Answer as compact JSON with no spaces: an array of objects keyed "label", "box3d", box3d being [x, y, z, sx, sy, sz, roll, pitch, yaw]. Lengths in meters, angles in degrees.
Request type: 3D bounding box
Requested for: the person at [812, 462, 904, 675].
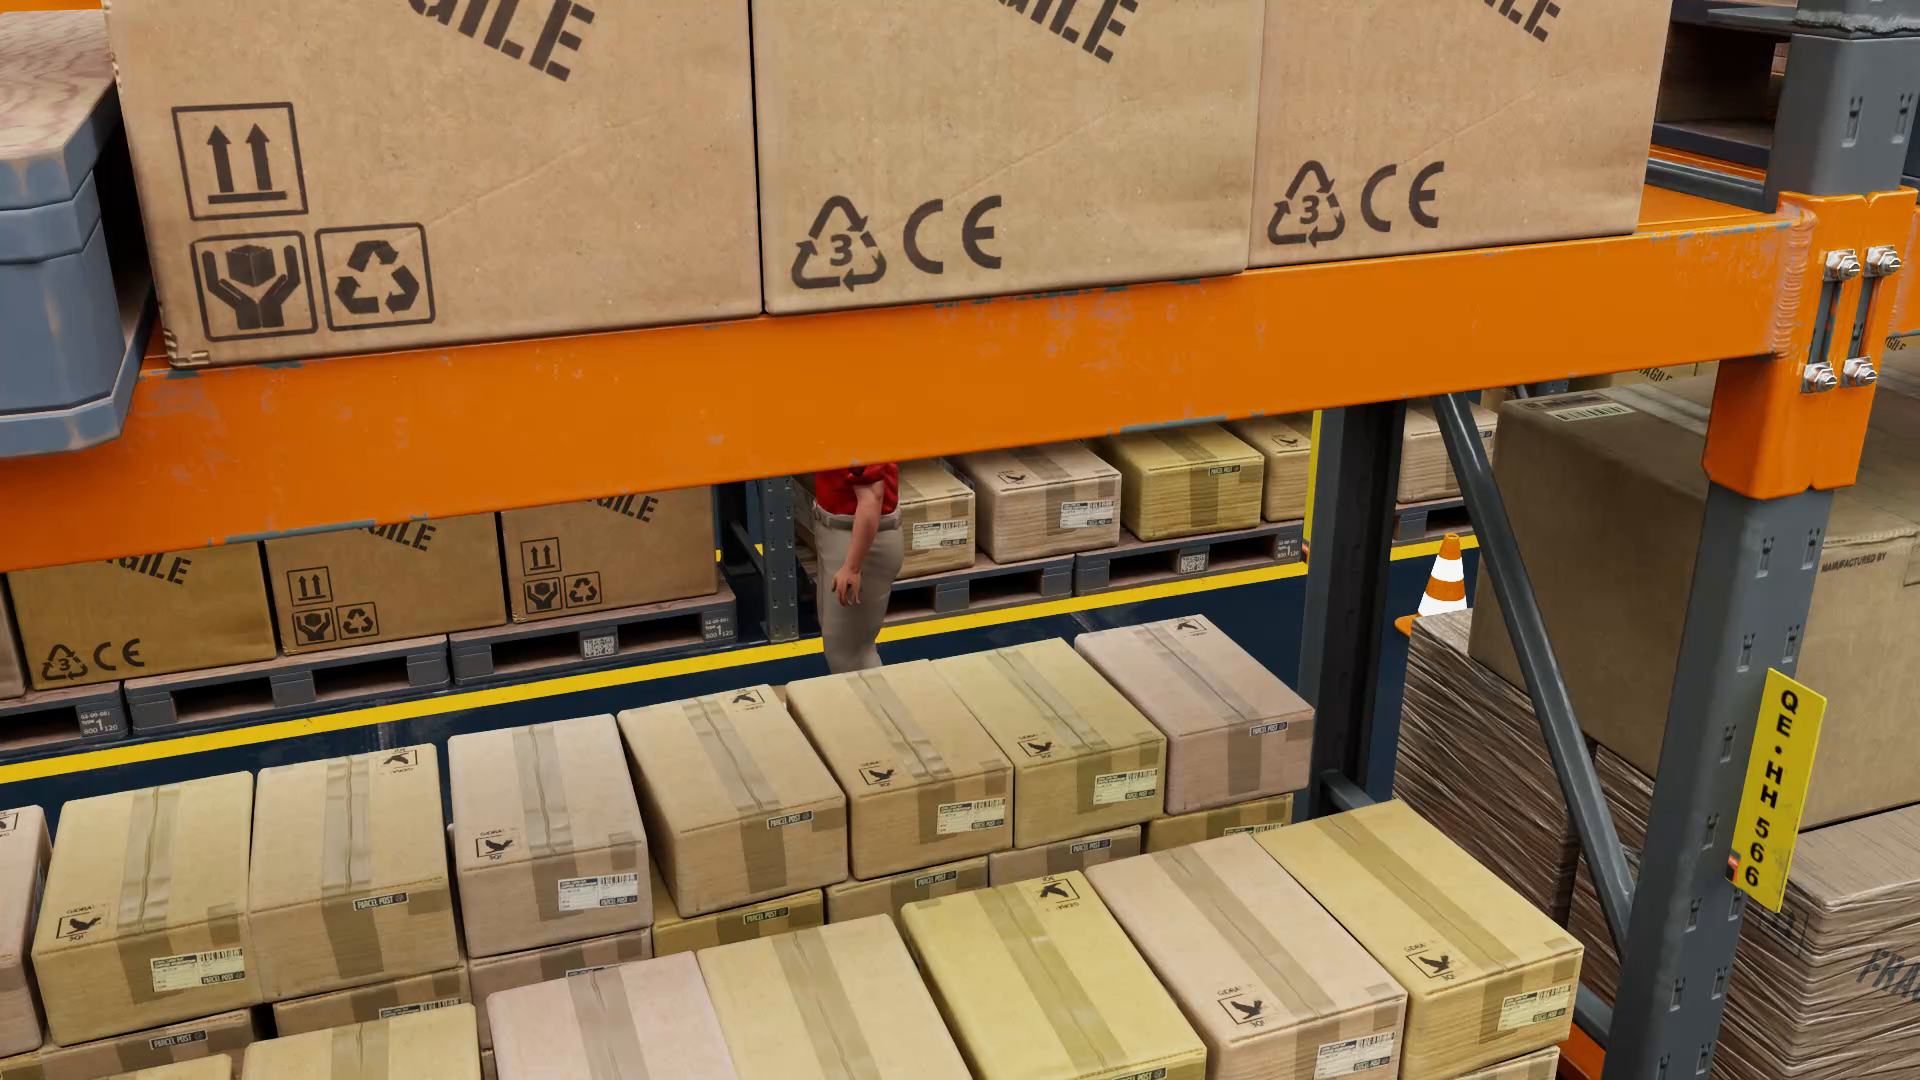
[{"label":"person","box3d":[-0.408,0.014,6.077,0.389,1.726,0.588,-4,23,-9]}]
